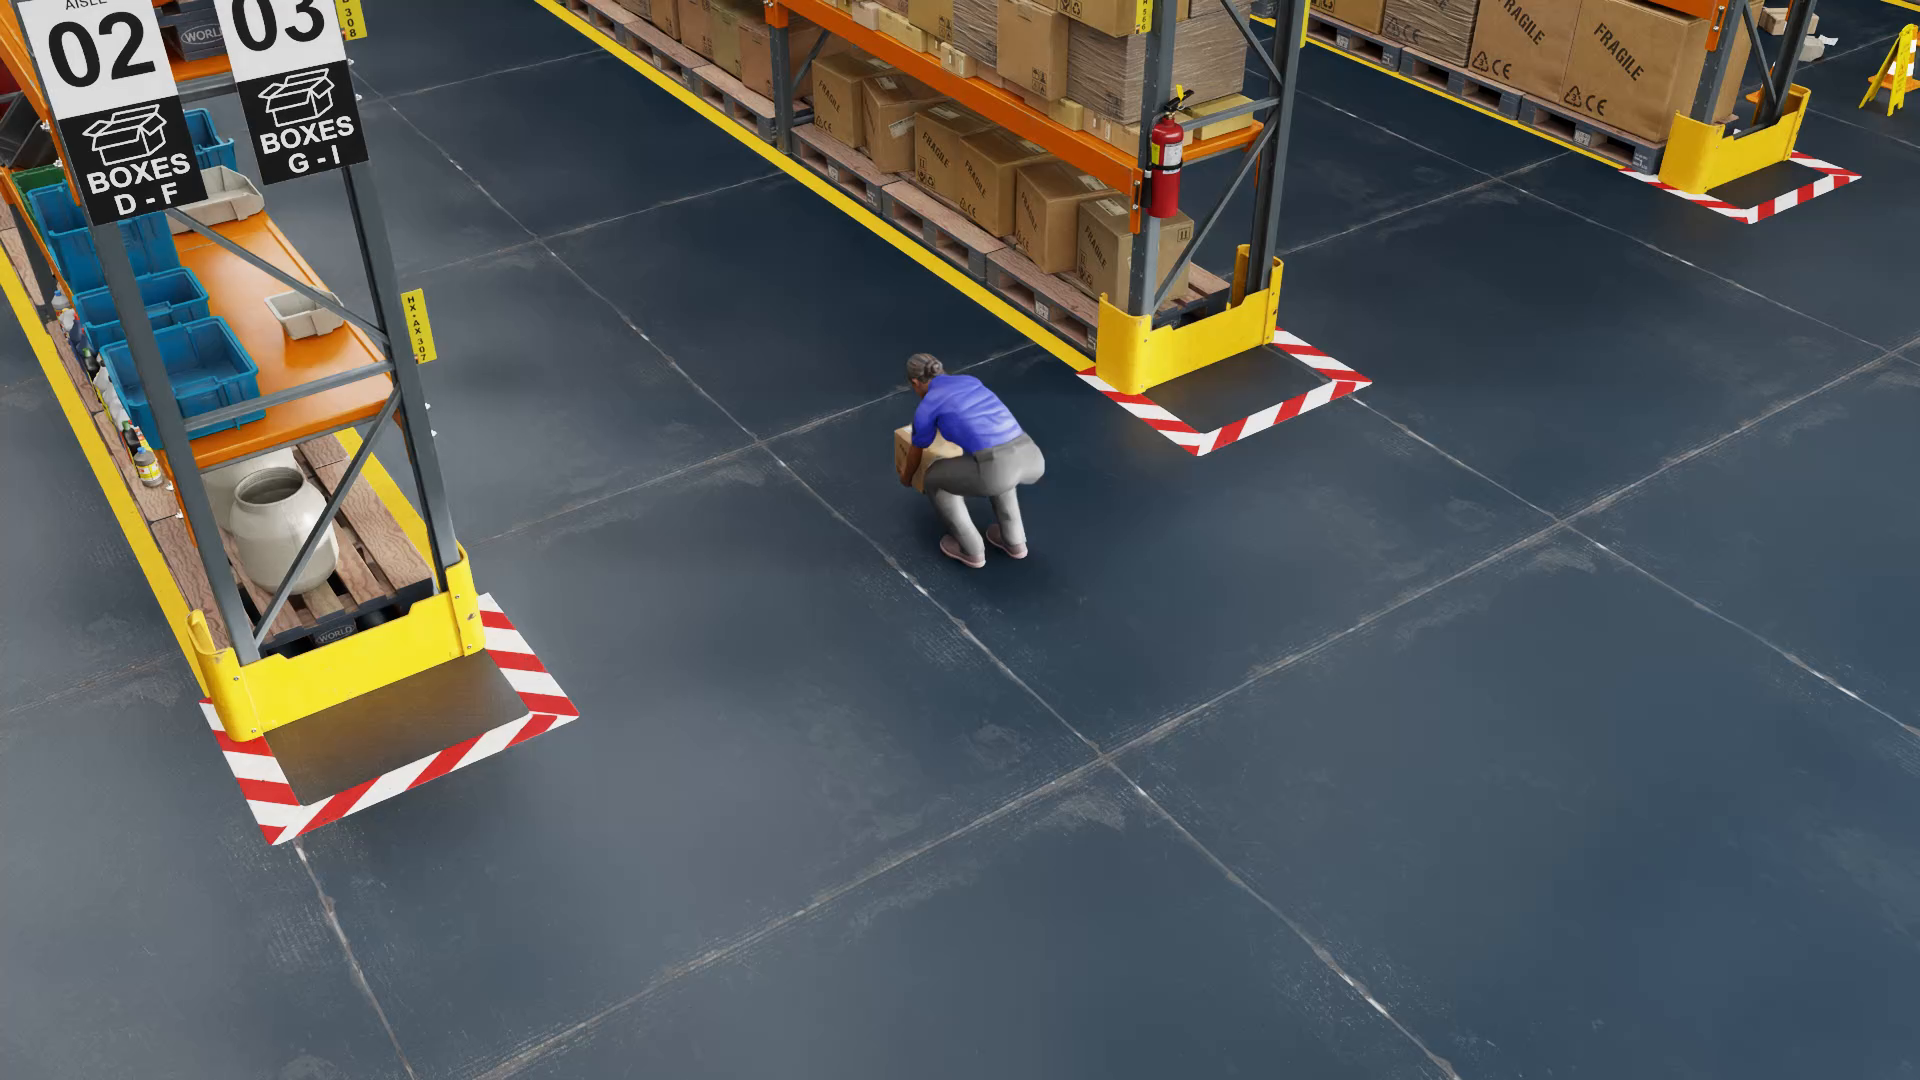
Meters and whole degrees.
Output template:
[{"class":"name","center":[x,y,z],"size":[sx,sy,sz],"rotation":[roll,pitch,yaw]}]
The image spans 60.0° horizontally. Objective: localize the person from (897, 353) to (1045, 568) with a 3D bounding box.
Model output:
[{"class":"person","center":[0.040,-0.379,8.123],"size":[0.456,0.941,0.865],"rotation":[-24,43,-29]}]
